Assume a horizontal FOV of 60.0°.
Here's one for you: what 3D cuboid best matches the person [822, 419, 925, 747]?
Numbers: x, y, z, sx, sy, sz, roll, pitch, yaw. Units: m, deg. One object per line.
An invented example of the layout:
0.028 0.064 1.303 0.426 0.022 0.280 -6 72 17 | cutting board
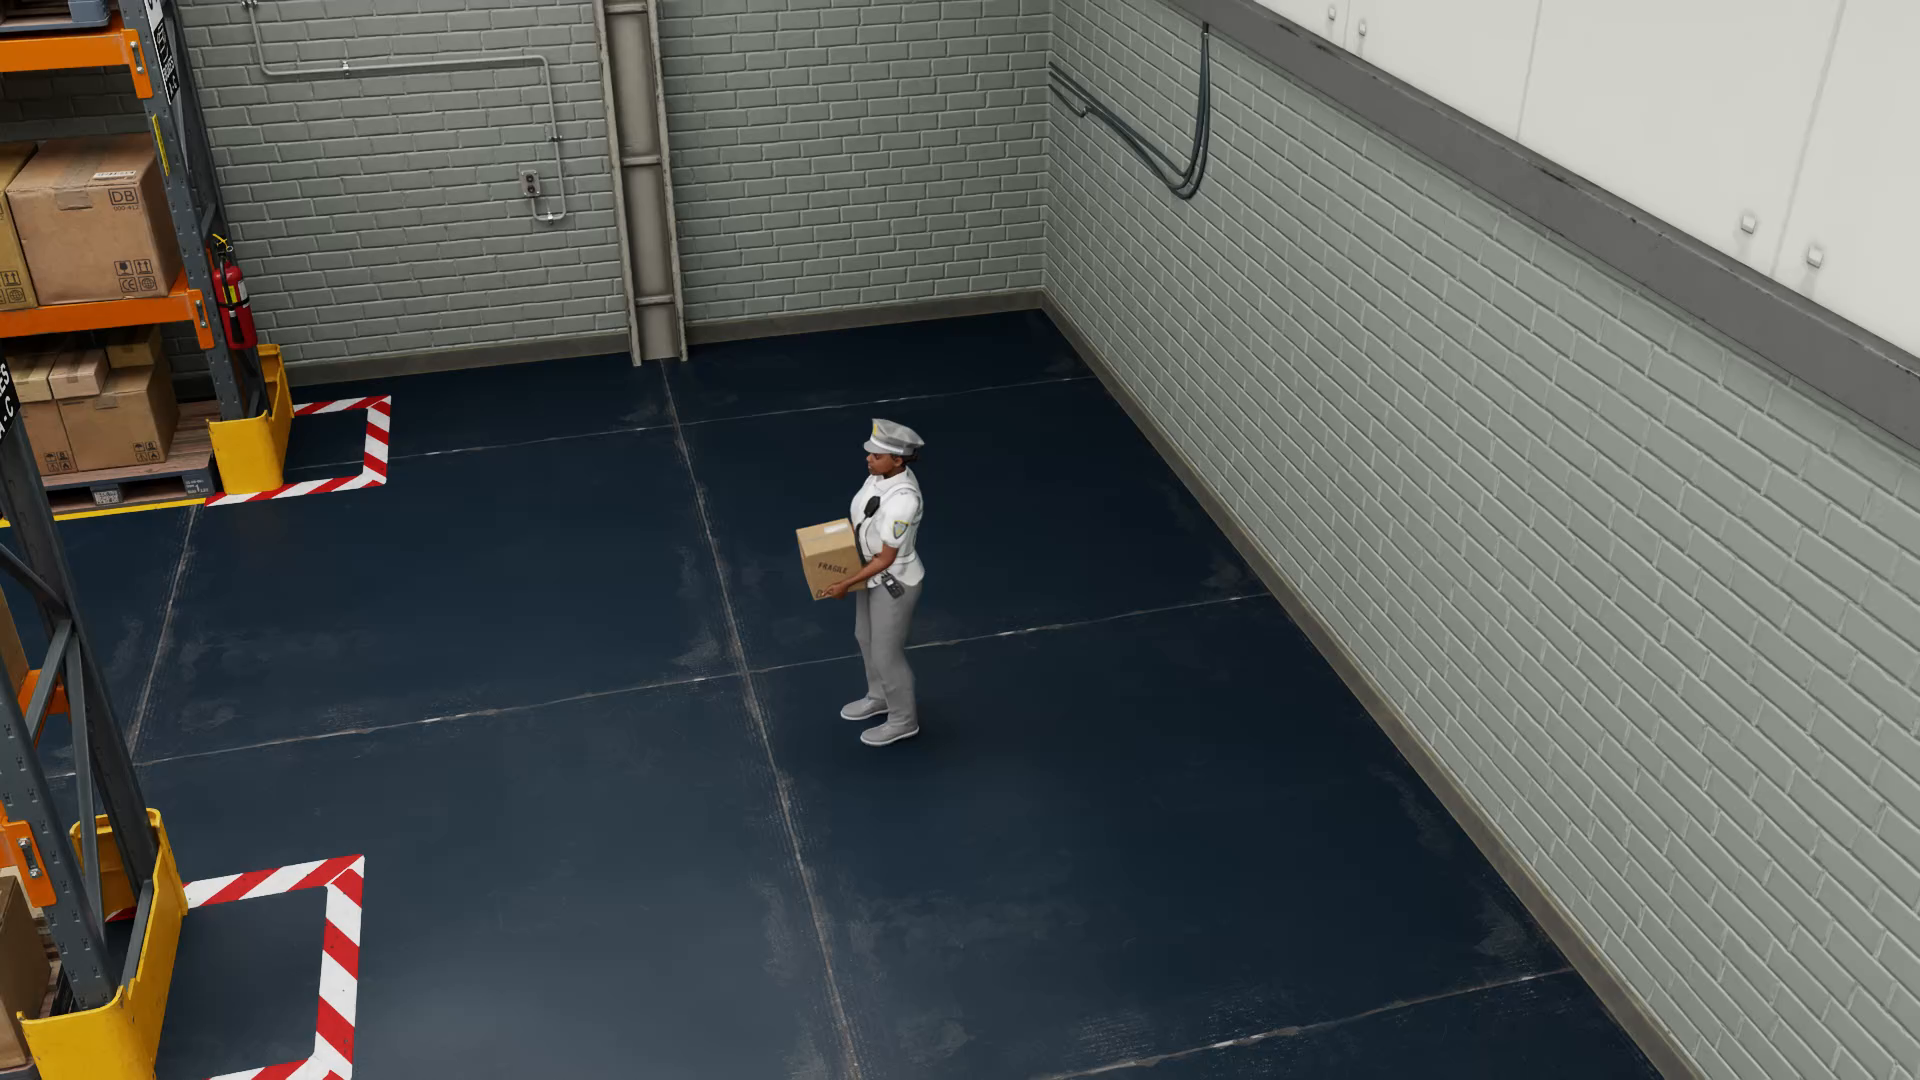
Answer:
-0.424 0.196 7.878 0.514 1.690 0.450 -8 31 -13 | person
